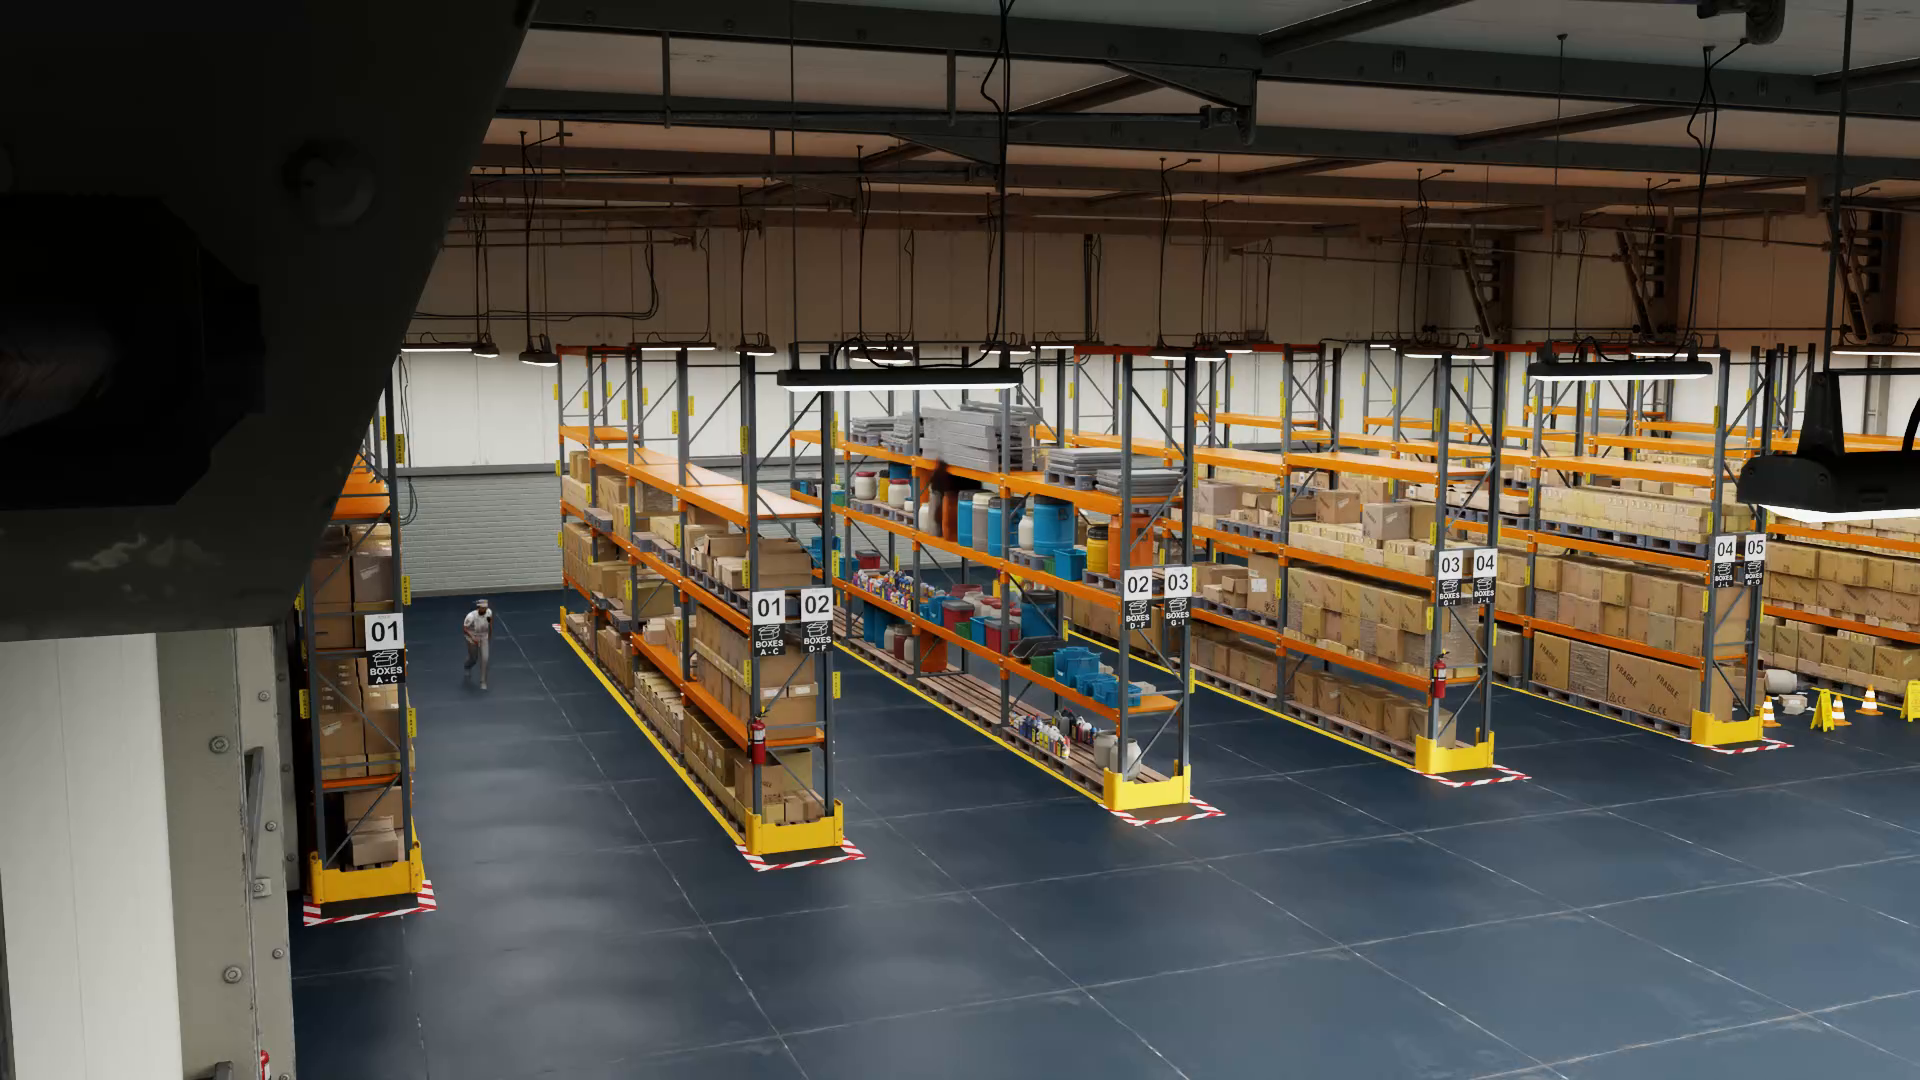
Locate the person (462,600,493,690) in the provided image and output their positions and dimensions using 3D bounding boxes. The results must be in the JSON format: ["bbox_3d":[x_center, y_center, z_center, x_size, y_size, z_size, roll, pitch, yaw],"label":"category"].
[{"bbox_3d":[-8.610,1.810,29.579,0.599,1.633,0.960,-6,10,-41],"label":"person"}]

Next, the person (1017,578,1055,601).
[{"bbox_3d":[1.529,1.282,33.361,0.705,1.592,1.113,-1,7,-8],"label":"person"}]

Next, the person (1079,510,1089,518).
[{"bbox_3d":[3.041,0.102,42.200,0.694,1.721,0.928,-1,7,-6],"label":"person"}]

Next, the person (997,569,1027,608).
[{"bbox_3d":[1.197,1.076,34.541,0.672,1.789,0.726,-4,8,-28],"label":"person"}]
